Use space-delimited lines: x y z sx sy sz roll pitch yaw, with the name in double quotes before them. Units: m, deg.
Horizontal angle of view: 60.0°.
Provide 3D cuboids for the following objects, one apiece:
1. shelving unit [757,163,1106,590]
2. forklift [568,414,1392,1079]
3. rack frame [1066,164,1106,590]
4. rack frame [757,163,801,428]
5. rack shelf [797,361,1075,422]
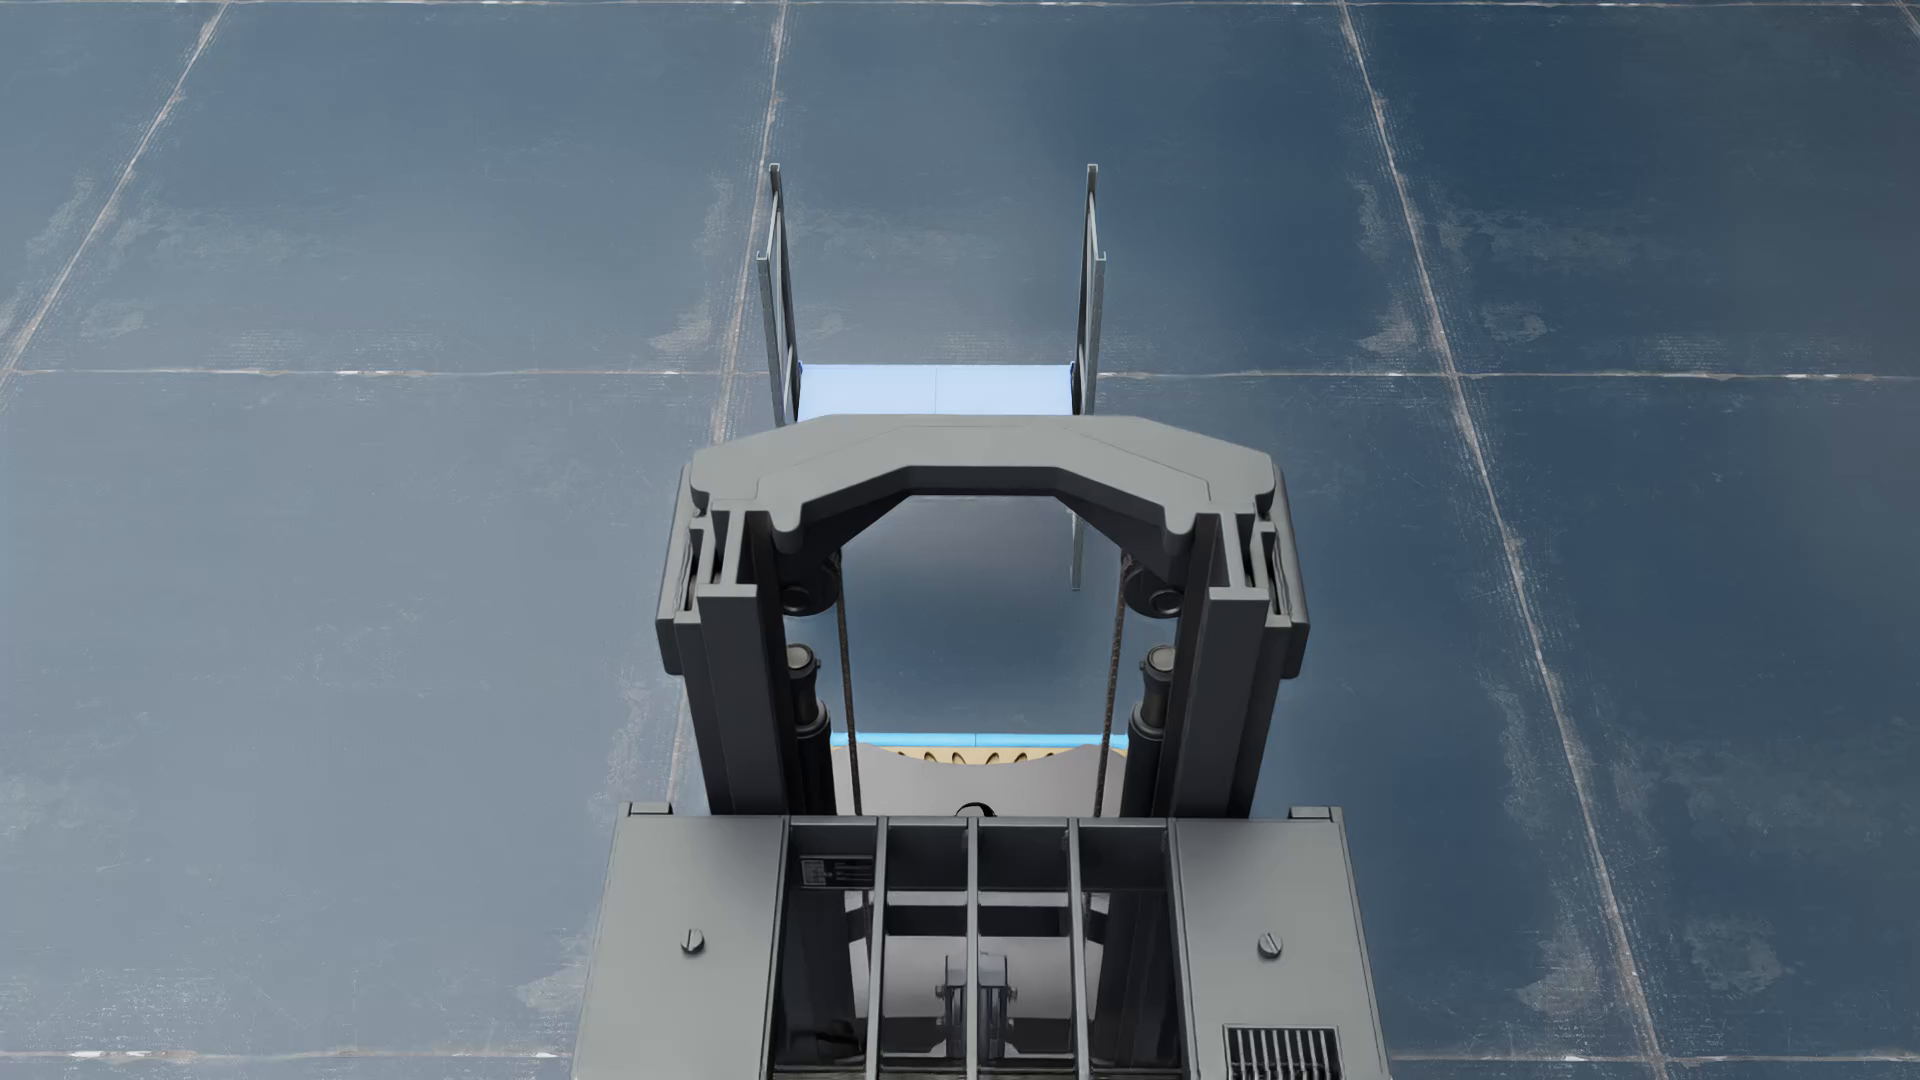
"shelving unit" -0.085 -0.511 5.701 1.048 1.500 0.538 0 47 0
"forklift" 0.028 1.317 3.022 1.130 2.935 3.031 0 47 0
"rack frame" 0.423 -0.510 5.700 0.032 1.500 0.500 0 47 0
"rack frame" -0.594 -0.513 5.703 0.032 1.500 0.500 0 47 0
"rack shelf" -0.085 -0.389 5.833 1.000 0.185 0.538 0 47 0
